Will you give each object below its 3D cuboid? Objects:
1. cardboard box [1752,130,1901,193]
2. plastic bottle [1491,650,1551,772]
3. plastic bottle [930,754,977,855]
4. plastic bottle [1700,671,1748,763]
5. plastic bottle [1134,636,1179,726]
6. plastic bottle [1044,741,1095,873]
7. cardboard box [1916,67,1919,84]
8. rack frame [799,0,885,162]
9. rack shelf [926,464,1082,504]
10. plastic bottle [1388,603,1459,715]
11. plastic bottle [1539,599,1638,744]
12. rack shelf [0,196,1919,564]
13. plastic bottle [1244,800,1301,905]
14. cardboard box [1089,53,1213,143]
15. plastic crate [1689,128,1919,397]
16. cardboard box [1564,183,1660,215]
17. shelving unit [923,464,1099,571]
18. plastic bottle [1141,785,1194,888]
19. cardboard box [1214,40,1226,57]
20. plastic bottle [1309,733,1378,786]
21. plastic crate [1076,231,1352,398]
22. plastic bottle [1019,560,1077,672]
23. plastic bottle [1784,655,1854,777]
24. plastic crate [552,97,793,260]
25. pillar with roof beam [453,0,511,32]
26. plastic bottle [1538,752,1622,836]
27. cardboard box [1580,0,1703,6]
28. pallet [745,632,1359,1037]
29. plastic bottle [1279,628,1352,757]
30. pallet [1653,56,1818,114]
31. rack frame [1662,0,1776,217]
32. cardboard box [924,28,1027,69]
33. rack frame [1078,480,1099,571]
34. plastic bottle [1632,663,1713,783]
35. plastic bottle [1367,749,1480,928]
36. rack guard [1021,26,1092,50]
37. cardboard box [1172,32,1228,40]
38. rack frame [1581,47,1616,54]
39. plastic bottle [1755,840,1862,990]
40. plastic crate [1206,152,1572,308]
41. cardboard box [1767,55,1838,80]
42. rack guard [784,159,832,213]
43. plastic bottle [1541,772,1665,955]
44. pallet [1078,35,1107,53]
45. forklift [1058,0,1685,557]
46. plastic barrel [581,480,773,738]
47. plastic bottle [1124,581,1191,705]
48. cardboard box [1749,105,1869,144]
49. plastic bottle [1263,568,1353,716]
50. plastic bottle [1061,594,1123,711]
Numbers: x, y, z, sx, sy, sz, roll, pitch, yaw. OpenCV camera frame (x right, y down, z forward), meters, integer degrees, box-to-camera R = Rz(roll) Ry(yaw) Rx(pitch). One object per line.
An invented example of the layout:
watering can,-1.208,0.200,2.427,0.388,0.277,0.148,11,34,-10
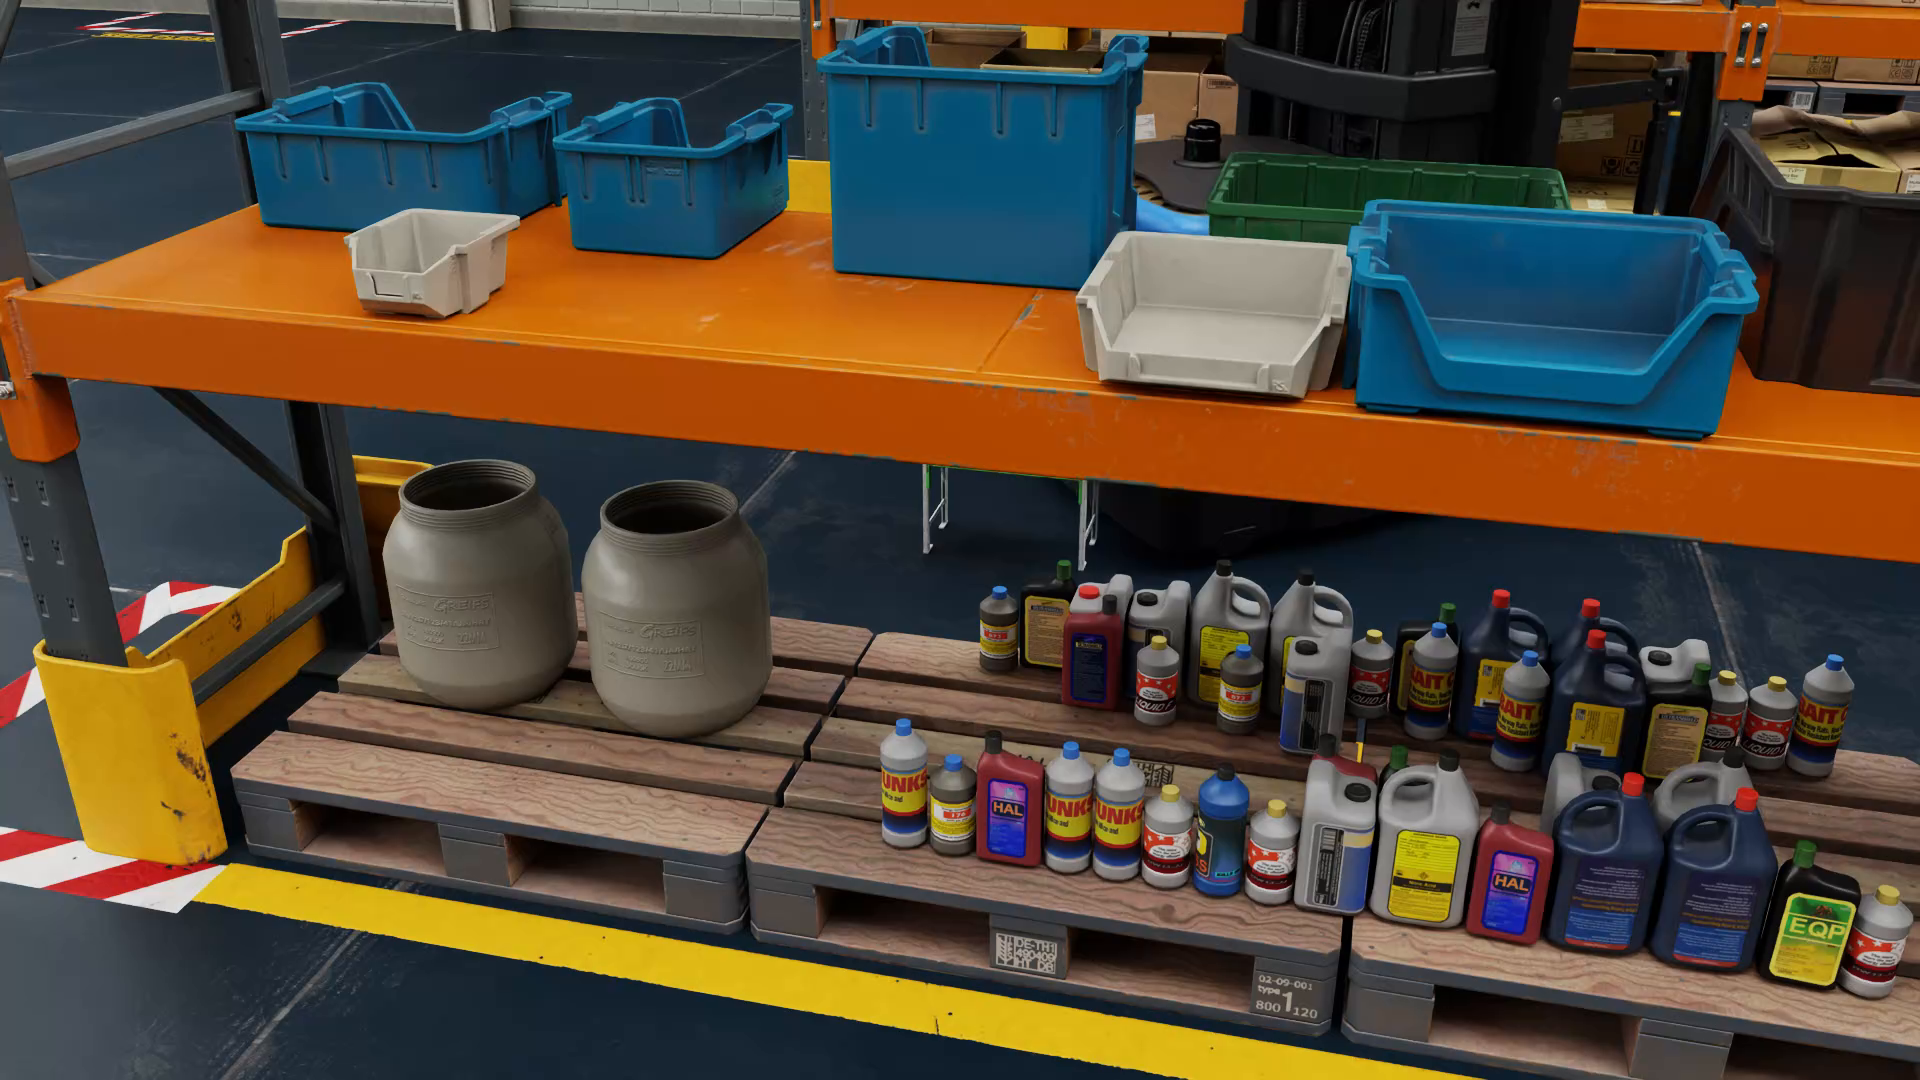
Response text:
cardboard box,3.658,-1.556,7.086,0.500,0.311,0.500,6,26,13
plastic bottle,1.233,0.368,3.649,0.097,0.271,0.097,0,25,0
plastic bottle,-0.013,0.531,3.389,0.097,0.201,0.097,0,25,0
plastic bottle,1.686,0.386,3.693,0.097,0.201,0.097,0,25,0
plastic bottle,0.455,0.317,3.838,0.097,0.201,0.097,0,25,0
plastic bottle,0.219,0.525,3.320,0.097,0.271,0.097,0,25,0
cardboard box,6.755,-3.407,11.313,0.500,0.500,0.700,6,26,13
rack frame,-0.554,-2.931,7.916,0.127,3.000,1.000,6,26,13
rack shelf,0.160,-0.250,5.085,0.480,0.148,0.258,6,26,13
plastic bottle,1.072,0.273,3.836,0.133,0.283,0.061,7,26,15
plastic bottle,1.404,0.298,3.705,0.185,0.351,0.144,7,26,14
rack shelf,0.145,-0.330,3.290,4.000,0.370,1.077,6,26,13
plastic bottle,0.610,0.600,3.244,0.097,0.201,0.097,0,25,0
cardboard box,0.882,-1.966,7.728,0.500,0.500,0.500,6,26,13
plastic crate,1.607,-0.522,2.928,0.504,0.338,0.767,6,26,13
cardboard box,2.816,-1.409,7.430,0.500,0.250,0.500,6,26,13
shelving unit,0.160,-0.524,4.955,0.503,1.200,0.258,6,26,13
plastic bottle,0.411,0.578,3.290,0.097,0.201,0.097,0,25,0
cardboard box,1.495,-2.129,8.069,0.500,0.500,0.500,6,26,13
plastic bottle,0.758,0.520,3.317,0.133,0.283,0.061,6,26,13
plastic crate,0.447,-0.390,2.886,0.437,0.136,0.530,6,26,13
plastic bottle,0.214,0.178,4.035,0.133,0.283,0.061,7,26,14
plastic bottle,1.883,0.376,3.633,0.097,0.271,0.097,0,25,0
plastic crate,-0.605,-0.801,3.615,0.408,0.251,0.499,6,26,13
pillar with roof beam,-5.314,-6.837,9.143,0.400,9.000,9.100,6,26,13
plastic bottle,1.213,0.557,3.248,0.135,0.276,0.152,6,26,13
cardboard box,2.888,-2.592,7.089,0.500,0.500,0.700,6,26,12
pallet,0.257,0.599,3.745,1.213,0.211,1.003,6,26,13
plastic bottle,0.797,0.330,3.724,0.135,0.276,0.152,6,26,13
pallet,5.304,-3.223,11.775,1.213,0.211,1.003,6,26,13
rack frame,3.320,-2.502,7.016,0.127,3.000,1.000,6,26,13
cardboard box,0.039,-2.284,8.395,0.500,0.500,0.500,6,26,13
rack frame,0.397,-0.498,4.900,0.015,1.200,0.240,6,26,13
plastic bottle,1.537,0.392,3.586,0.133,0.283,0.061,6,26,13
plastic bottle,0.888,0.553,3.169,0.185,0.351,0.144,6,26,13
rack guard,0.749,-3.856,12.769,0.348,0.500,1.175,6,26,13
cardboard box,1.875,-3.805,12.369,0.500,0.311,0.500,9,27,17
rack frame,4.550,-4.565,11.349,0.127,3.000,1.000,6,26,13
plastic bottle,1.534,0.673,2.995,0.133,0.283,0.061,8,27,16
plastic crate,0.838,-0.608,3.283,0.662,0.188,0.450,6,26,13
cardboard box,5.780,-3.529,11.568,0.500,0.500,0.700,6,26,12
rack guard,-0.578,-1.804,8.459,0.348,0.500,1.175,6,26,13
plastic bottle,1.201,0.587,3.097,0.185,0.351,0.144,5,26,10
pallet,1.527,-3.624,12.617,1.213,0.211,1.003,6,26,13
forklift,1.741,-1.695,5.401,3.031,2.935,1.130,-12,28,-24
plastic barrel,-0.650,0.157,3.836,0.421,0.512,0.421,0,25,0
plastic bottle,0.468,0.230,3.935,0.135,0.276,0.152,6,26,12
cardboard box,3.783,-1.780,7.556,0.500,0.311,0.500,6,26,13
plastic bottle,0.809,0.232,3.843,0.185,0.351,0.144,6,26,13
plastic bottle,0.307,0.256,3.871,0.133,0.283,0.061,6,26,13
